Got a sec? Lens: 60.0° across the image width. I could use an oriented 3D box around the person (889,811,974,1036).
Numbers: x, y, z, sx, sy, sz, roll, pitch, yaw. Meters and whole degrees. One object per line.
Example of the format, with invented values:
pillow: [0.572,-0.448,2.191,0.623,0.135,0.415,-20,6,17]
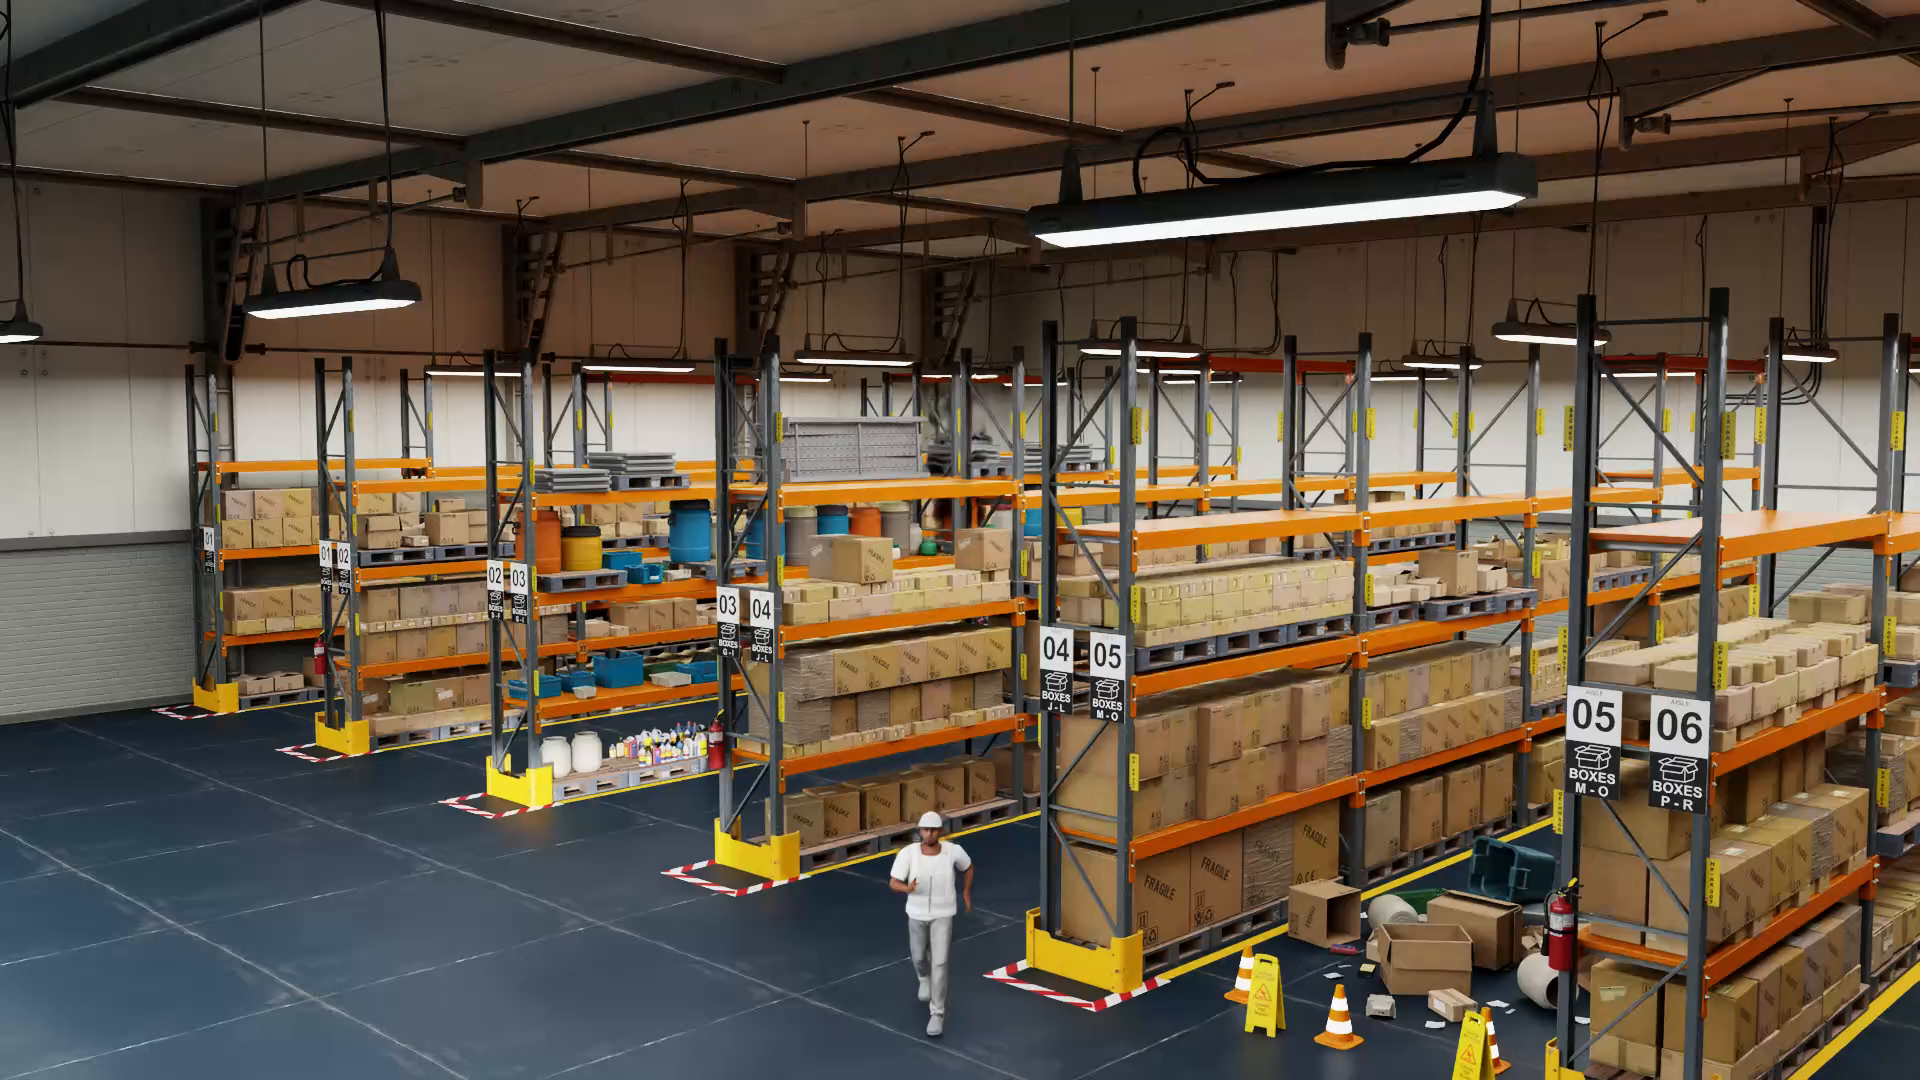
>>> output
person: [-0.248,3.174,14.098,0.697,1.758,0.980,0,4,5]
